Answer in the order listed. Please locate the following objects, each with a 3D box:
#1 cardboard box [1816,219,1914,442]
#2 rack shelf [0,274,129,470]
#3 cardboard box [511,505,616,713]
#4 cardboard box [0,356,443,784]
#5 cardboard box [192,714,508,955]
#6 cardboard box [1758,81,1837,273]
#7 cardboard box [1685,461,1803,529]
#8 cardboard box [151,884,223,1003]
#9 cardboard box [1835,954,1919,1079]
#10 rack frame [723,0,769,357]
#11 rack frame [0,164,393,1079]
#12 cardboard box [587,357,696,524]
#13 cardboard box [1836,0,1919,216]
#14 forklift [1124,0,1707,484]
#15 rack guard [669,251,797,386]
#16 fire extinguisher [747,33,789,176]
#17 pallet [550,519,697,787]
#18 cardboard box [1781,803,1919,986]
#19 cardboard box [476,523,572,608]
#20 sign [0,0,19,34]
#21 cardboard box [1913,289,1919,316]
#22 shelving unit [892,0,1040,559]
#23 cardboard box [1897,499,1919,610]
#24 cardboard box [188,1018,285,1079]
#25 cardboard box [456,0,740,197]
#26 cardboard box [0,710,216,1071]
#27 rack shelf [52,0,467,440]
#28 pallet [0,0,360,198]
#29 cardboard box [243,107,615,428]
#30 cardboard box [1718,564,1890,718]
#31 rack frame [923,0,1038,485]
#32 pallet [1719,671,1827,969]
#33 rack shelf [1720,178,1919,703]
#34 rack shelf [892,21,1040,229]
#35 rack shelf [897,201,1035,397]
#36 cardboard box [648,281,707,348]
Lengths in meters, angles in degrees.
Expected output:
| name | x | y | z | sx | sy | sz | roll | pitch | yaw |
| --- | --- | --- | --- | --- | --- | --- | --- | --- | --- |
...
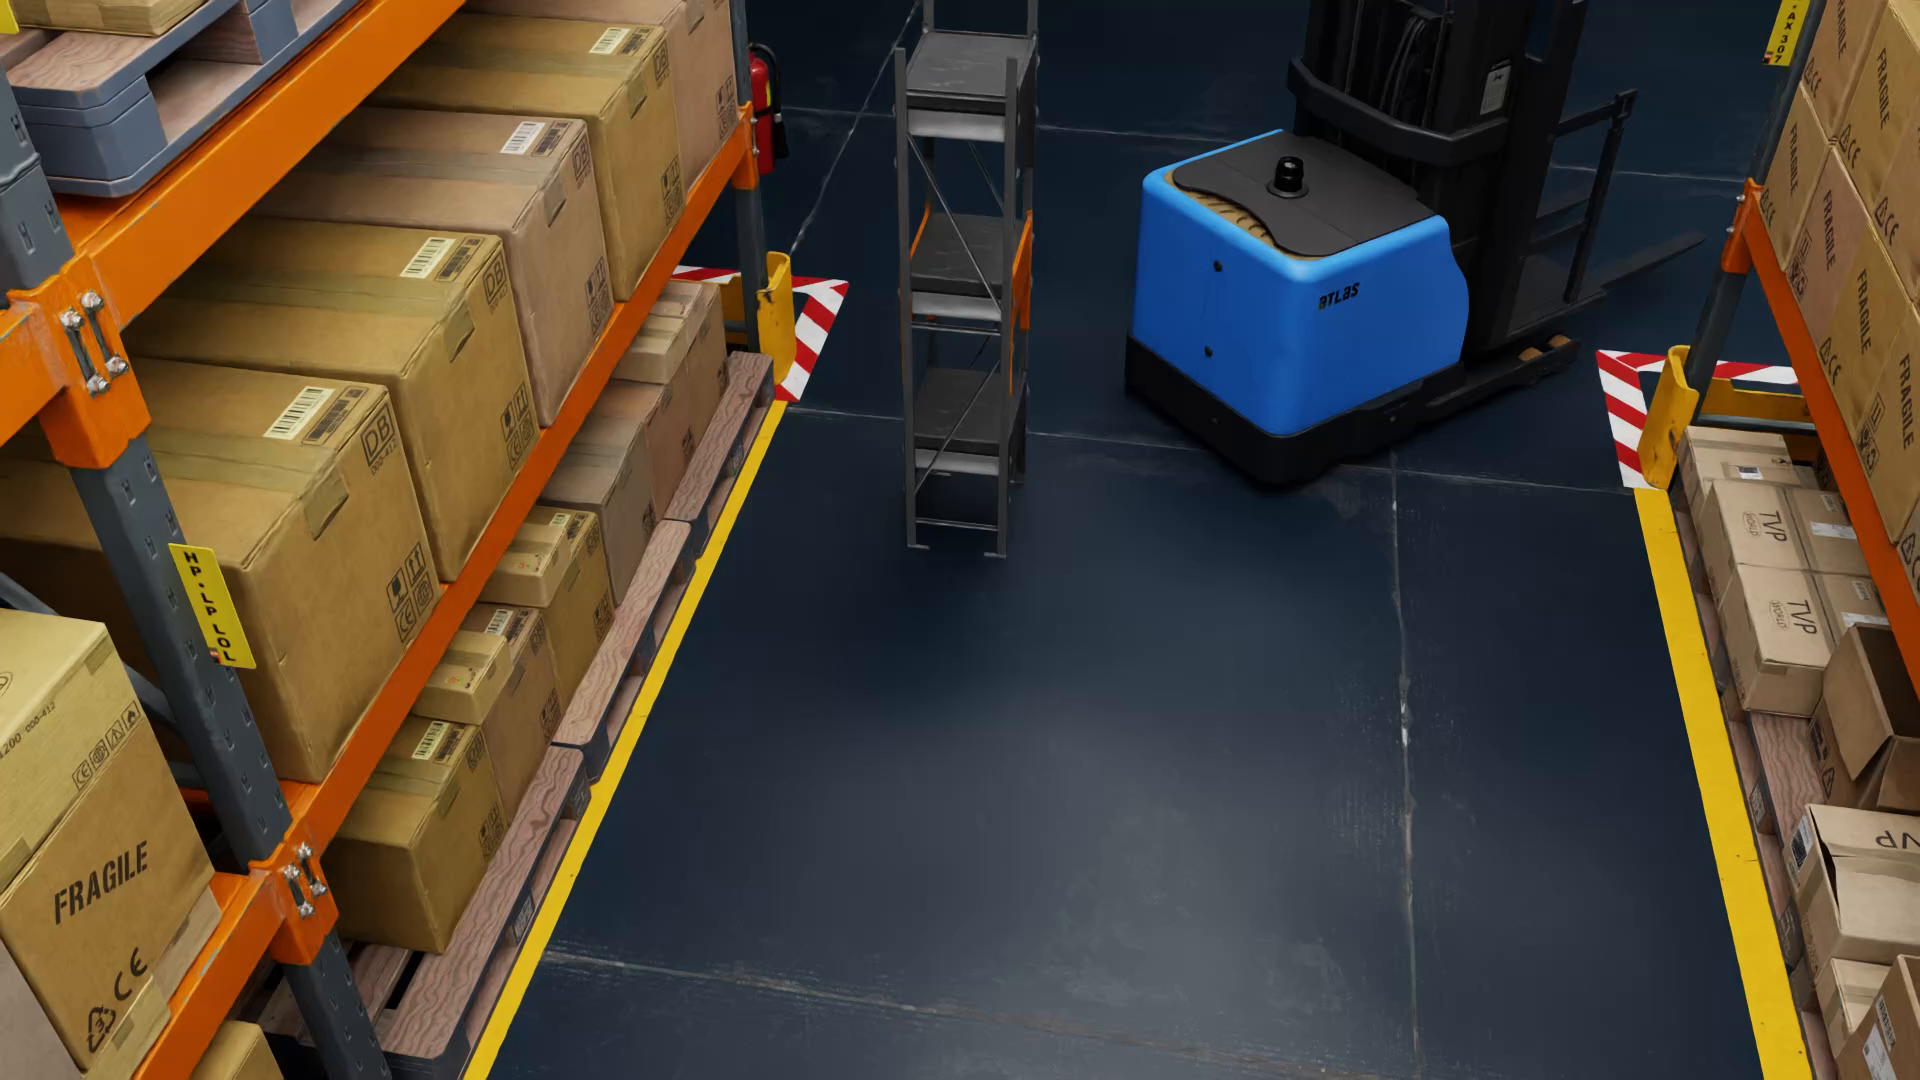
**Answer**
| name | x | y | z | sx | sy | sz | roll | pitch | yaw |
| --- | --- | --- | --- | --- | --- | --- | --- | --- | --- |
| cardboard box | 3.004 | -0.617 | 5.063 | 0.500 | 0.500 | 0.500 | 6 | 40 | 8 |
| rack shelf | -2.404 | 0.876 | 1.547 | 1.077 | 0.370 | 4.000 | 6 | 40 | 8 |
| cardboard box | -1.646 | 0.207 | 5.778 | 0.700 | 0.500 | 0.500 | 7 | 40 | 9 |
| cardboard box | -1.948 | 0.046 | 4.105 | 0.980 | 0.700 | 0.700 | 7 | 40 | 8 |
| cardboard box | -1.827 | 0.843 | 5.008 | 0.700 | 0.500 | 0.500 | 7 | 40 | 8 |
| cardboard box | 3.178 | -1.256 | 5.836 | 0.500 | 0.500 | 0.500 | 7 | 40 | 9 |
| cardboard box | 3.060 | -0.162 | 6.471 | 0.380 | 0.166 | 0.250 | 6 | 40 | 8 |
| cardboard box | -1.837 | 0.832 | 3.571 | 0.380 | 0.149 | 0.250 | 7 | 40 | 8 |
| cardboard box | 2.641 | 1.449 | 4.260 | 0.500 | 0.500 | 0.500 | 6 | 40 | 8 |
| rack frame | -1.365 | -2.010 | 6.828 | 1.000 | 3.000 | 0.127 | 6 | 40 | 8 |
| rack frame | -2.058 | 0.500 | 3.791 | 1.000 | 3.000 | 0.127 | 6 | 40 | 8 |
| cardboard box | -1.475 | -0.444 | 6.566 | 0.700 | 0.500 | 0.500 | 6 | 40 | 8 |
| cardboard box | 3.095 | -1.312 | 5.120 | 0.500 | 0.500 | 0.500 | 7 | 40 | 8 |
| forklift | 2.251 | -2.096 | 6.985 | 3.031 | 2.935 | 1.130 | -23 | 45 | -26 |
| rack guard | -1.361 | -1.062 | 7.642 | 1.175 | 0.500 | 0.348 | 6 | 40 | 8 |
| fire extinguisher | -0.885 | -1.881 | 7.024 | 0.296 | 0.674 | 0.183 | 6 | 40 | 8 |
| pallet | -1.640 | 0.338 | 6.175 | 1.003 | 0.211 | 1.213 | 6 | 40 | 8 |
| cardboard box | 2.771 | 1.051 | 4.890 | 0.500 | 0.311 | 0.500 | 6 | 40 | 8 |
| cardboard box | -1.498 | 0.071 | 5.433 | 0.380 | 0.149 | 0.250 | 5 | 40 | 6 |
| sign | -1.521 | -0.923 | 2.505 | 0.100 | 0.325 | 0.005 | 6 | 40 | 8 |
| cardboard box | 2.916 | -0.680 | 4.355 | 0.500 | 0.500 | 0.500 | 6 | 40 | 7 |
| shelving unit | 0.029 | -0.913 | 6.207 | 0.431 | 2.100 | 0.503 | 6 | 40 | 8 |
| cardboard box | 2.830 | 0.017 | 4.297 | 0.500 | 0.500 | 0.500 | 7 | 40 | 9 |
| cardboard box | -2.042 | 1.589 | 3.832 | 0.750 | 0.750 | 0.750 | 7 | 40 | 8 |
| cardboard box | -1.444 | -1.805 | 6.343 | 0.980 | 0.700 | 0.700 | 8 | 40 | 10 |
| cardboard box | -1.889 | 0.657 | 3.274 | 0.500 | 0.500 | 0.500 | 6 | 40 | 7 |
| rack shelf | -1.711 | -1.634 | 4.583 | 1.077 | 0.370 | 4.000 | 6 | 40 | 8 |
| pallet | -1.906 | -1.134 | 3.483 | 1.003 | 0.211 | 1.213 | 6 | 40 | 8 |
| cardboard box | -1.700 | -0.870 | 5.212 | 0.980 | 0.700 | 0.700 | 5 | 40 | 6 |
| cardboard box | 2.968 | 0.361 | 5.772 | 0.500 | 0.250 | 0.500 | 6 | 40 | 8 |
| rack frame | 0.071 | -1.066 | 6.392 | 0.400 | 2.100 | 0.015 | 6 | 40 | 8 |
| pallet | 3.151 | 0.920 | 5.472 | 1.003 | 0.211 | 1.213 | 6 | 40 | 8 |
| rack shelf | 3.168 | 0.066 | 4.881 | 1.077 | 0.370 | 4.000 | 6 | 40 | 8 |
| rack shelf | 0.029 | -1.442 | 5.769 | 0.431 | 0.518 | 0.480 | 6 | 40 | 8 |
| rack shelf | 0.029 | -0.903 | 6.215 | 0.431 | 0.518 | 0.480 | 6 | 40 | 8 |
| cardboard box | -1.231 | -0.908 | 6.617 | 0.380 | 0.149 | 0.250 | 6 | 40 | 7 |
